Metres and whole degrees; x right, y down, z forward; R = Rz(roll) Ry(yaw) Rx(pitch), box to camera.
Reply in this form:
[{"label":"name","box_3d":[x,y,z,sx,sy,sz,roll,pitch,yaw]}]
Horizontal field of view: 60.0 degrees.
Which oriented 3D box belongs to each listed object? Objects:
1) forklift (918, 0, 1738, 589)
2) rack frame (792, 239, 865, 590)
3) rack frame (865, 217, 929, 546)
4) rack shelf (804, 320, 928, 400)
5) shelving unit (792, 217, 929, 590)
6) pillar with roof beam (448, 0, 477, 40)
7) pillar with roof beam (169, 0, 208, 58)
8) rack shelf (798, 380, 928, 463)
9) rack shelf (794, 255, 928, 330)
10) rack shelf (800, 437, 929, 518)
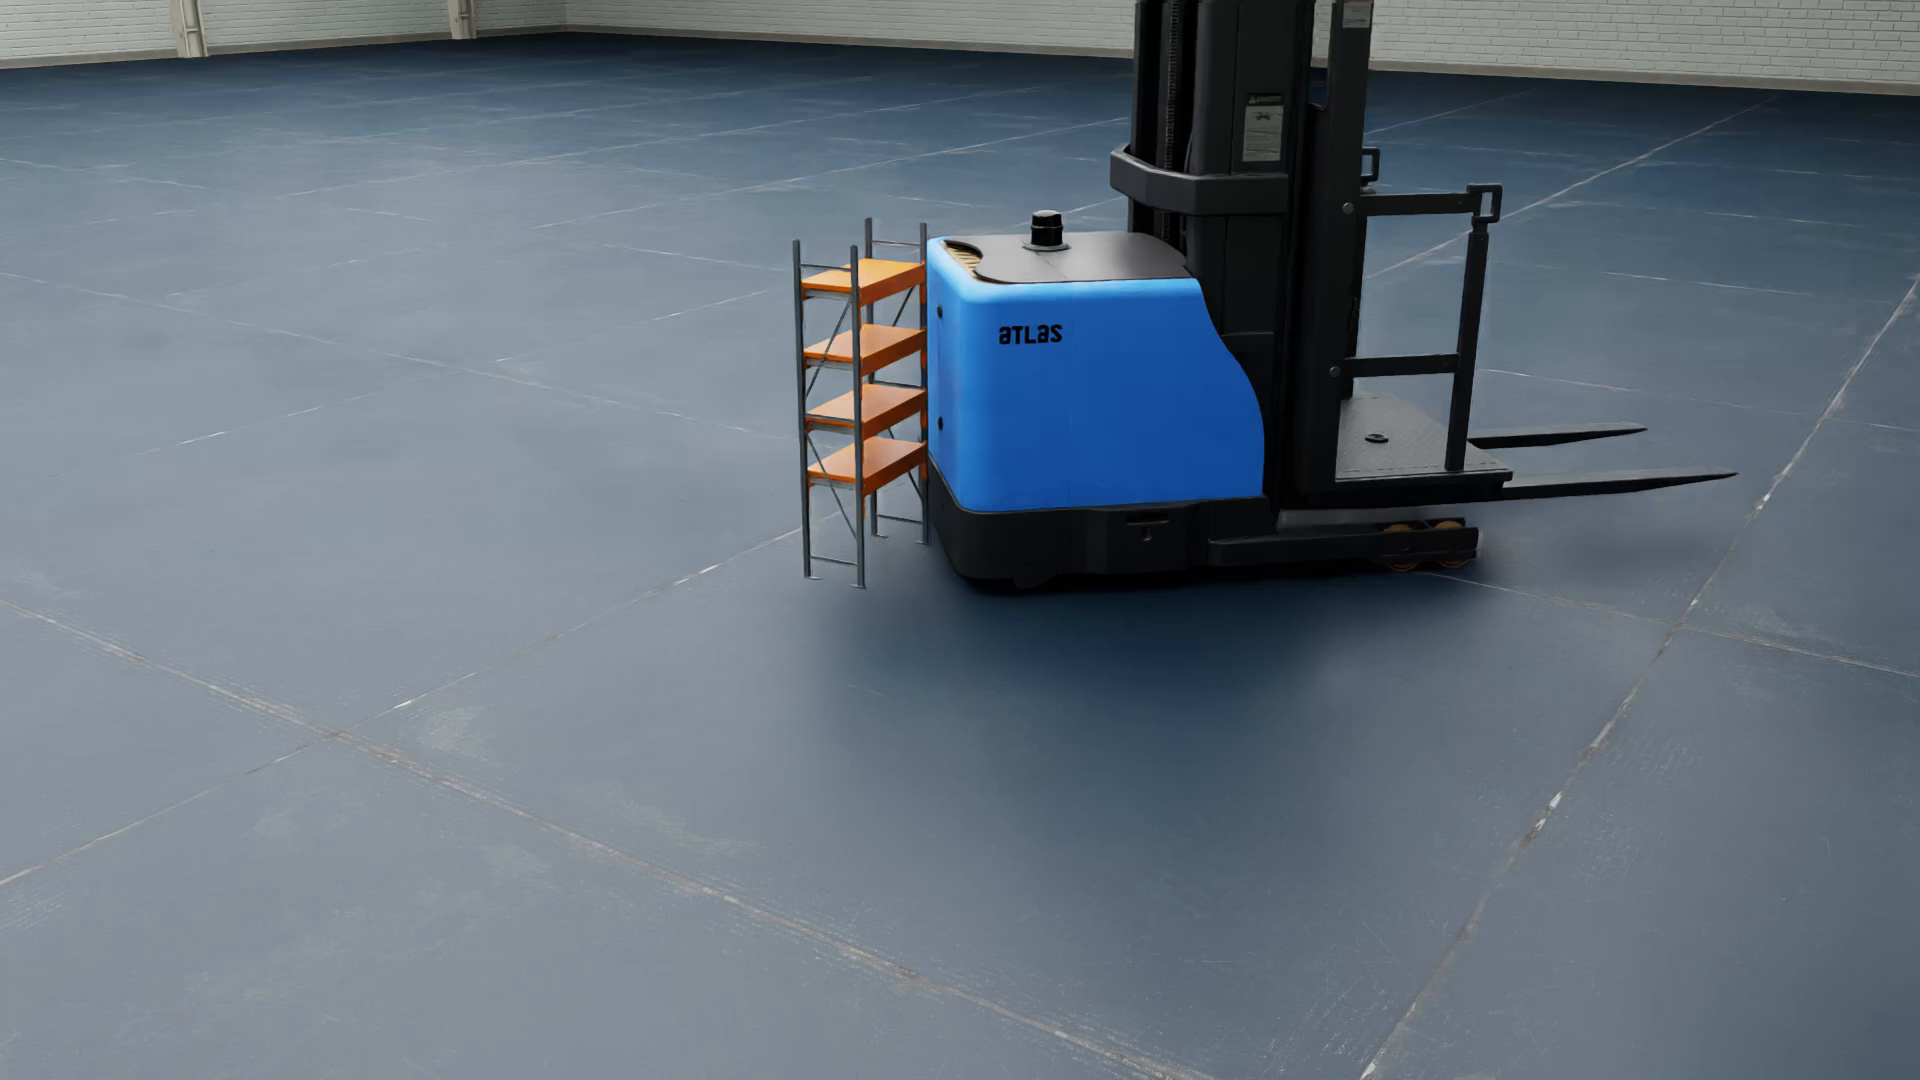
[{"label":"forklift","box_3d":[1.403,-1.438,5.928,3.031,2.935,1.130,-4,21,-10]},{"label":"rack frame","box_3d":[-0.442,-0.410,5.645,0.240,1.200,0.015,10,22,24]},{"label":"rack frame","box_3d":[-0.227,-0.562,6.056,0.240,1.200,0.015,10,22,24]},{"label":"rack shelf","box_3d":[-0.335,-0.633,5.796,0.258,0.148,0.480,10,22,24]},{"label":"shelving unit","box_3d":[-0.335,-0.486,5.850,0.258,1.200,0.503,10,22,24]},{"label":"pillar with roof beam","box_3d":[-6.539,-13.588,30.029,9.100,9.000,0.400,13,24,32]},{"label":"pillar with roof beam","box_3d":[-9.912,-11.867,25.375,9.100,9.000,0.400,13,24,32]},{"label":"rack shelf","box_3d":[-0.335,-0.423,5.873,0.258,0.148,0.480,10,22,24]},{"label":"rack shelf","box_3d":[-0.335,-0.855,5.714,0.258,0.148,0.480,10,22,24]},{"label":"rack shelf","box_3d":[-0.335,-0.237,5.942,0.258,0.148,0.480,10,22,24]}]
